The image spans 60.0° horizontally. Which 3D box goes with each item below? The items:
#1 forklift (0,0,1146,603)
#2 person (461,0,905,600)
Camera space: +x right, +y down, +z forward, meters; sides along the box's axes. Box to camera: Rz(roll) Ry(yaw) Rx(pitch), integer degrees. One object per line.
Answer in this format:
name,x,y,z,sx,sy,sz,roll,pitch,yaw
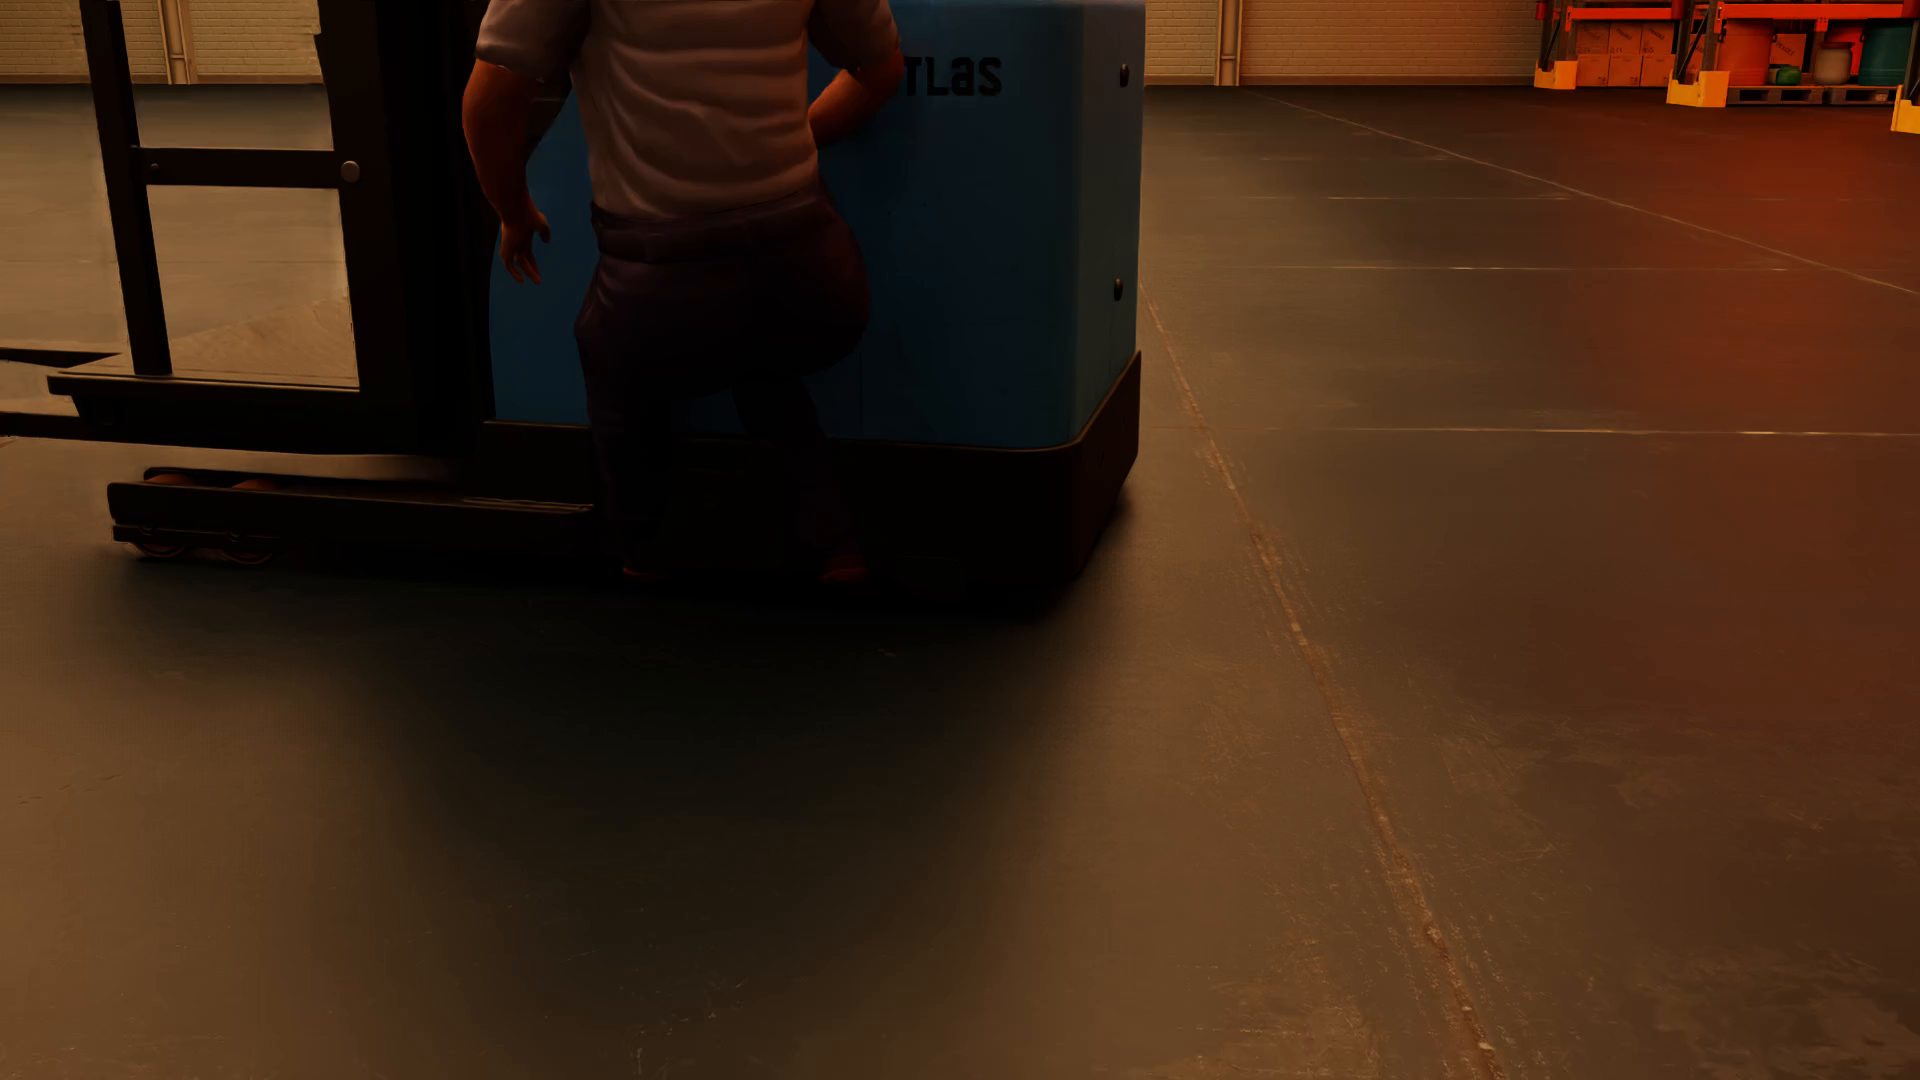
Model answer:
forklift,-1.172,-1.498,3.254,3.031,2.935,1.130,4,18,12
person,-0.460,-0.498,2.710,0.757,1.460,0.824,-9,19,-27
